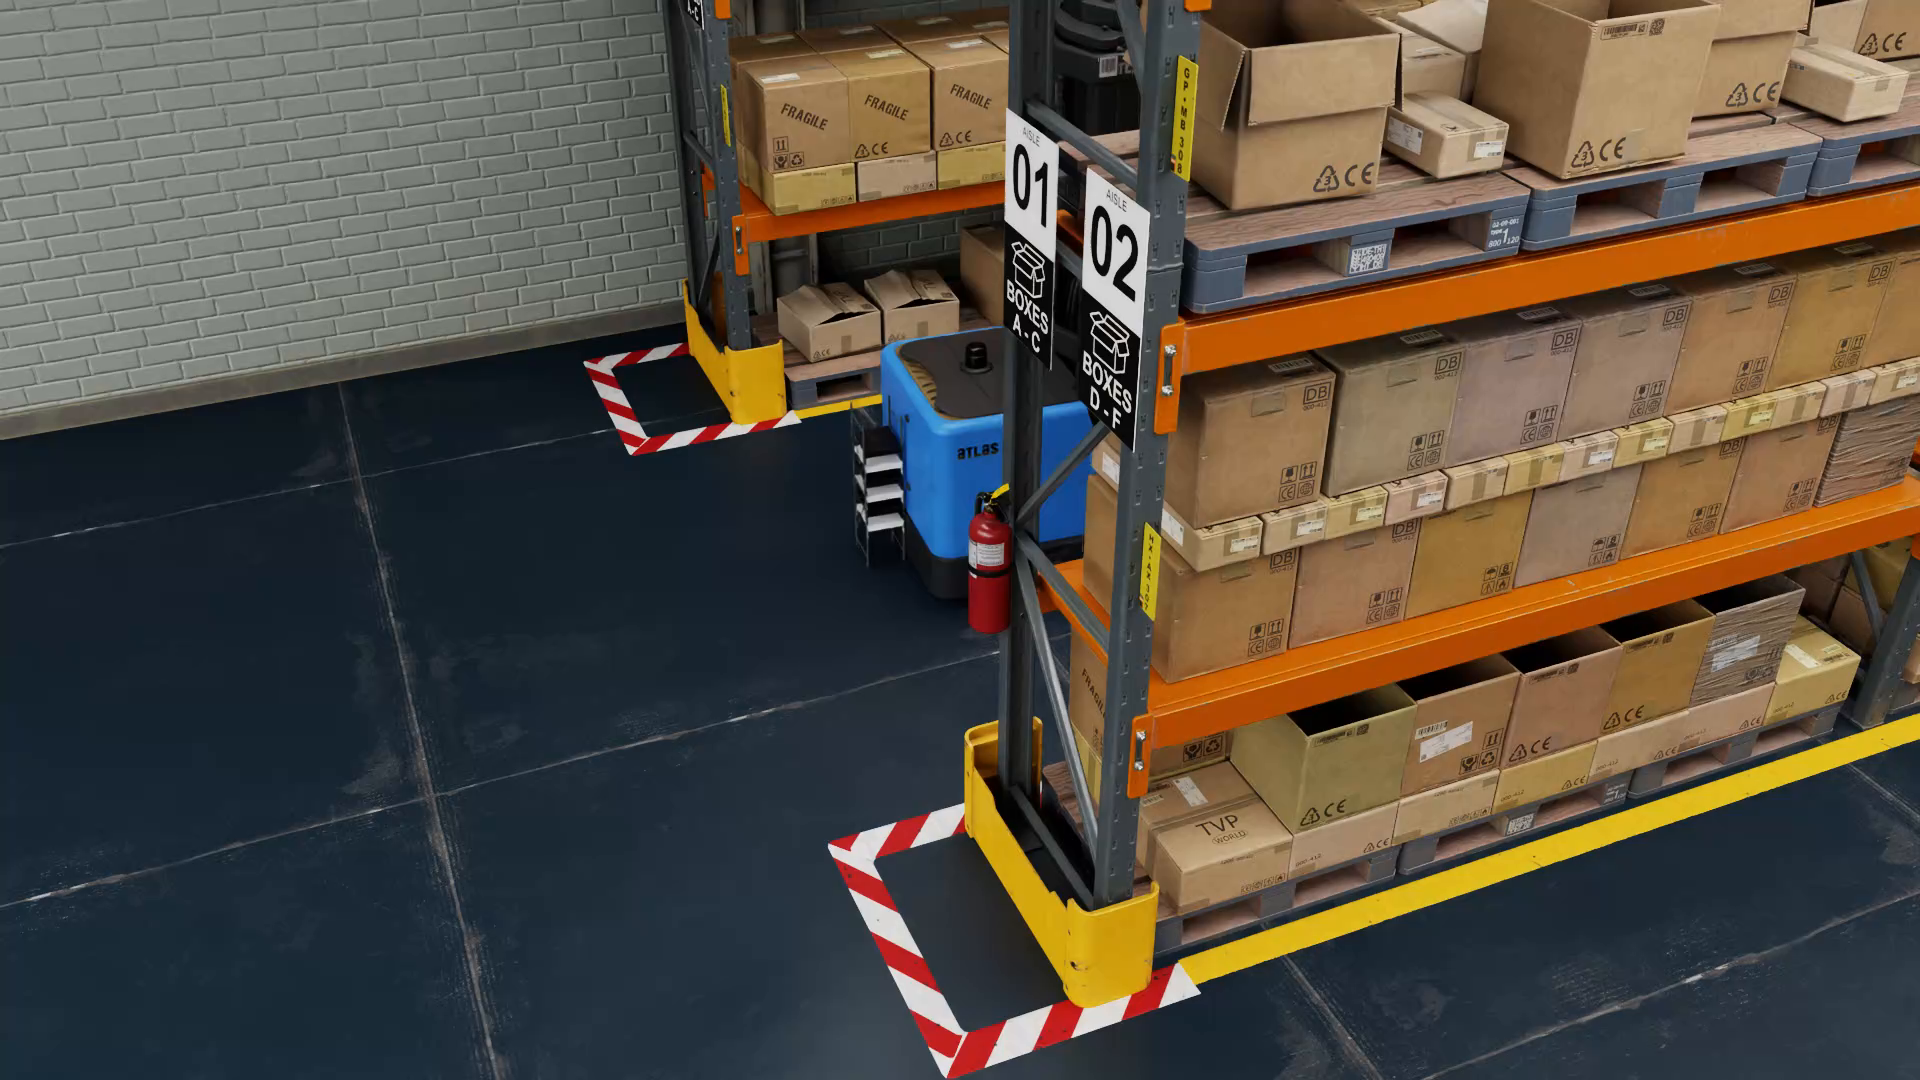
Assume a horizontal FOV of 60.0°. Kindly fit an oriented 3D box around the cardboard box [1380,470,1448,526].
[{"bbox_3d":[1.558,-0.229,6.084,0.250,0.149,0.380,-13,35,-20],"label":"cardboard box"}]

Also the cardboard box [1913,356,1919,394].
[{"bbox_3d":[3.927,-0.773,6.919,0.250,0.149,0.380,-13,35,-19],"label":"cardboard box"}]

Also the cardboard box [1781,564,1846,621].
[{"bbox_3d":[4.364,0.119,8.371,0.500,0.250,0.500,-13,35,-19],"label":"cardboard box"}]

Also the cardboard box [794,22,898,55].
[{"bbox_3d":[-0.695,-2.838,10.210,0.500,0.500,0.500,-12,35,-18],"label":"cardboard box"}]

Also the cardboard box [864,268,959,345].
[{"bbox_3d":[-0.316,-1.549,10.860,0.500,0.311,0.500,-10,34,-15],"label":"cardboard box"}]

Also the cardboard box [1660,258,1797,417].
[{"bbox_3d":[2.760,-0.900,6.520,0.500,0.500,0.700,-13,35,-19],"label":"cardboard box"}]

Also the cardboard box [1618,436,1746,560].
[{"bbox_3d":[2.740,-0.351,6.865,0.500,0.500,0.700,-12,35,-18],"label":"cardboard box"}]

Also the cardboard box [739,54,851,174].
[{"bbox_3d":[-0.958,-2.480,9.660,0.500,0.500,0.500,-13,35,-19],"label":"cardboard box"}]

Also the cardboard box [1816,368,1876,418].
[{"bbox_3d":[3.457,-0.665,6.754,0.250,0.149,0.380,-14,36,-20],"label":"cardboard box"}]

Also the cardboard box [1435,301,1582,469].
[{"bbox_3d":[1.838,-0.689,6.196,0.500,0.500,0.700,-13,35,-19],"label":"cardboard box"}]

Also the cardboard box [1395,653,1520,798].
[{"bbox_3d":[1.903,0.662,6.848,0.500,0.500,0.500,-13,35,-19],"label":"cardboard box"}]

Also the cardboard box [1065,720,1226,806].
[{"bbox_3d":[0.786,0.935,7.117,0.500,0.250,0.500,-13,35,-19],"label":"cardboard box"}]

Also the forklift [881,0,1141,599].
[{"bbox_3d":[1.140,-1.383,8.606,3.031,2.935,1.130,-10,34,-16],"label":"forklift"}]

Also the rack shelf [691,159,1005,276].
[{"bbox_3d":[0.329,-2.391,10.752,4.000,0.370,1.077,-13,35,-19],"label":"rack shelf"}]

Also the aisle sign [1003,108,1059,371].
[{"bbox_3d":[0.232,-1.003,5.576,0.004,0.787,0.394,-13,35,-19],"label":"aisle sign"}]

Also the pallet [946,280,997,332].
[{"bbox_3d":[0.441,-1.526,11.320,1.213,0.211,1.003,-13,35,-19],"label":"pallet"}]

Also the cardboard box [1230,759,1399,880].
[{"bbox_3d":[1.446,1.088,6.882,0.500,0.250,0.500,-13,35,-19],"label":"cardboard box"}]

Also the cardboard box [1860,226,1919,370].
[{"bbox_3d":[3.688,-1.113,6.847,0.500,0.500,0.700,-13,35,-19],"label":"cardboard box"}]

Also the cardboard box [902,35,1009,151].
[{"bbox_3d":[-0.020,-2.685,9.975,0.500,0.500,0.500,-14,36,-20],"label":"cardboard box"}]

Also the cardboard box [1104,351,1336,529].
[{"bbox_3d":[0.890,-0.469,5.857,0.500,0.500,0.700,-13,35,-19],"label":"cardboard box"}]

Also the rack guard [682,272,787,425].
[{"bbox_3d":[-1.445,-1.238,10.613,0.348,0.500,1.175,-13,35,-19],"label":"rack guard"}]

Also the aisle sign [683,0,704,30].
[{"bbox_3d":[-1.465,-3.194,8.942,0.004,0.787,0.394,-13,35,-19],"label":"aisle sign"}]

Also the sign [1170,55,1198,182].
[{"bbox_3d":[0.616,-1.156,4.570,0.005,0.325,0.100,-13,35,-19],"label":"sign"}]

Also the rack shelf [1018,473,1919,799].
[{"bbox_3d":[2.250,0.099,6.924,4.000,0.370,1.077,-13,35,-19],"label":"rack shelf"}]

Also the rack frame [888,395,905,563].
[{"bbox_3d":[-0.336,-0.317,8.830,0.006,0.900,0.240,-10,34,-16],"label":"rack frame"}]

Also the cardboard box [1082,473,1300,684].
[{"bbox_3d":[0.842,0.086,6.194,0.500,0.500,0.700,-13,35,-19],"label":"cardboard box"}]

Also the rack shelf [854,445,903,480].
[{"bbox_3d":[-0.432,-0.422,8.723,0.200,0.077,0.258,-10,34,-16],"label":"rack shelf"}]

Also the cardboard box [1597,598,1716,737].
[{"bbox_3d":[2.826,0.453,7.170,0.500,0.500,0.500,-13,35,-19],"label":"cardboard box"}]

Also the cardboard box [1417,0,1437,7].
[{"bbox_3d":[3.174,-3.546,11.372,0.500,0.500,0.700,-9,34,-14],"label":"cardboard box"}]

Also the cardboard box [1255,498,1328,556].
[{"bbox_3d":[1.094,-0.125,5.924,0.250,0.149,0.380,-14,36,-20],"label":"cardboard box"}]

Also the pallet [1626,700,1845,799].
[{"bbox_3d":[3.345,0.691,7.912,1.213,0.211,1.003,-13,35,-19],"label":"pallet"}]

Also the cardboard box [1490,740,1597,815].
[{"bbox_3d":[2.370,0.879,7.202,0.500,0.250,0.500,-13,35,-19],"label":"cardboard box"}]

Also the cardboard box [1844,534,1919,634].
[{"bbox_3d":[4.572,0.155,7.801,0.500,0.311,0.500,-13,35,-19],"label":"cardboard box"}]

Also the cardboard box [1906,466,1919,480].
[{"bbox_3d":[4.834,-0.226,8.386,0.500,0.311,0.500,-12,35,-18],"label":"cardboard box"}]

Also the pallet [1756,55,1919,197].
[{"bbox_3d":[3.318,-1.651,6.286,1.213,0.211,1.003,-13,35,-19],"label":"pallet"}]

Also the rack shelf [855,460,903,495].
[{"bbox_3d":[-0.432,-0.347,8.772,0.200,0.077,0.258,-10,34,-16],"label":"rack shelf"}]

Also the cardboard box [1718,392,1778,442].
[{"bbox_3d":[2.988,-0.559,6.590,0.250,0.149,0.380,-13,35,-19],"label":"cardboard box"}]

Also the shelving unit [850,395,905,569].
[{"bbox_3d":[-0.432,-0.299,8.803,0.210,0.900,0.258,-10,34,-16],"label":"shelving unit"}]

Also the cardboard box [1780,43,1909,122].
[{"bbox_3d":[3.088,-1.619,5.872,0.250,0.149,0.380,-13,35,-19],"label":"cardboard box"}]

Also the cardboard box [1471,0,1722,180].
[{"bbox_3d":[2.043,-1.527,5.409,0.500,0.500,0.500,-13,35,-19],"label":"cardboard box"}]

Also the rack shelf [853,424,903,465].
[{"bbox_3d":[-0.432,-0.498,8.674,0.200,0.077,0.258,-10,34,-16],"label":"rack shelf"}]

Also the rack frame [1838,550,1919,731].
[{"bbox_3d":[4.094,-0.624,7.377,0.127,3.000,1.000,-13,35,-19],"label":"rack frame"}]

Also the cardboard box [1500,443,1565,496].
[{"bbox_3d":[2.038,-0.341,6.255,0.250,0.149,0.380,-13,35,-20],"label":"cardboard box"}]

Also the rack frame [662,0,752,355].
[{"bbox_3d":[-1.515,-2.270,9.906,0.127,3.000,1.000,-13,35,-19],"label":"rack frame"}]

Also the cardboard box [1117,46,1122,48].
[{"bbox_3d":[0.931,-2.910,10.321,0.500,0.500,0.500,-14,36,-20],"label":"cardboard box"}]

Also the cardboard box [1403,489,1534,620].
[{"bbox_3d":[1.784,-0.129,6.524,0.500,0.500,0.700,-13,35,-19],"label":"cardboard box"}]

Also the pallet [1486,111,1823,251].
[{"bbox_3d":[2.195,-1.396,5.894,1.213,0.211,1.003,-13,35,-19],"label":"pallet"}]

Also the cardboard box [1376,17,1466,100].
[{"bbox_3d":[1.366,-1.585,5.727,0.500,0.250,0.500,-13,35,-19],"label":"cardboard box"}]

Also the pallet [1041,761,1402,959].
[{"bbox_3d":[1.095,1.206,7.120,1.213,0.211,1.003,-13,35,-19],"label":"pallet"}]

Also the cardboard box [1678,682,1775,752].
[{"bbox_3d":[3.287,0.661,7.538,0.500,0.250,0.500,-13,35,-19],"label":"cardboard box"}]

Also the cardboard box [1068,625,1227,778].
[{"bbox_3d":[0.785,0.619,6.914,0.500,0.500,0.500,-13,35,-19],"label":"cardboard box"}]

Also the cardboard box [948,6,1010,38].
[{"bbox_3d":[0.245,-3.055,10.545,0.500,0.500,0.500,-12,35,-18],"label":"cardboard box"}]

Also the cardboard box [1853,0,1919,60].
[{"bbox_3d":[3.528,-2.184,6.419,0.500,0.500,0.500,-10,34,-15],"label":"cardboard box"}]

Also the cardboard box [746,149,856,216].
[{"bbox_3d":[-0.942,-2.159,9.855,0.500,0.250,0.500,-14,36,-20],"label":"cardboard box"}]

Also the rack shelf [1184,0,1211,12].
[{"bbox_3d":[2.250,-2.247,5.397,4.000,0.370,1.077,-13,35,-19],"label":"rack shelf"}]

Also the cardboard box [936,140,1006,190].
[{"bbox_3d":[0.003,-2.380,10.195,0.500,0.250,0.500,-13,35,-20],"label":"cardboard box"}]

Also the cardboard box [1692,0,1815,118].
[{"bbox_3d":[2.527,-1.875,5.941,0.637,0.503,0.797,-9,34,-14],"label":"cardboard box"}]

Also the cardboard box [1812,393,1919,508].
[{"bbox_3d":[3.688,-0.569,7.201,0.500,0.500,0.700,-14,36,-20],"label":"cardboard box"}]

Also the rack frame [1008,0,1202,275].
[{"bbox_3d":[0.406,-2.294,4.443,0.127,3.000,1.000,-13,35,-19],"label":"rack frame"}]

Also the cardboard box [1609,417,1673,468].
[{"bbox_3d":[2.511,-0.448,6.420,0.250,0.149,0.380,-12,35,-17],"label":"cardboard box"}]
